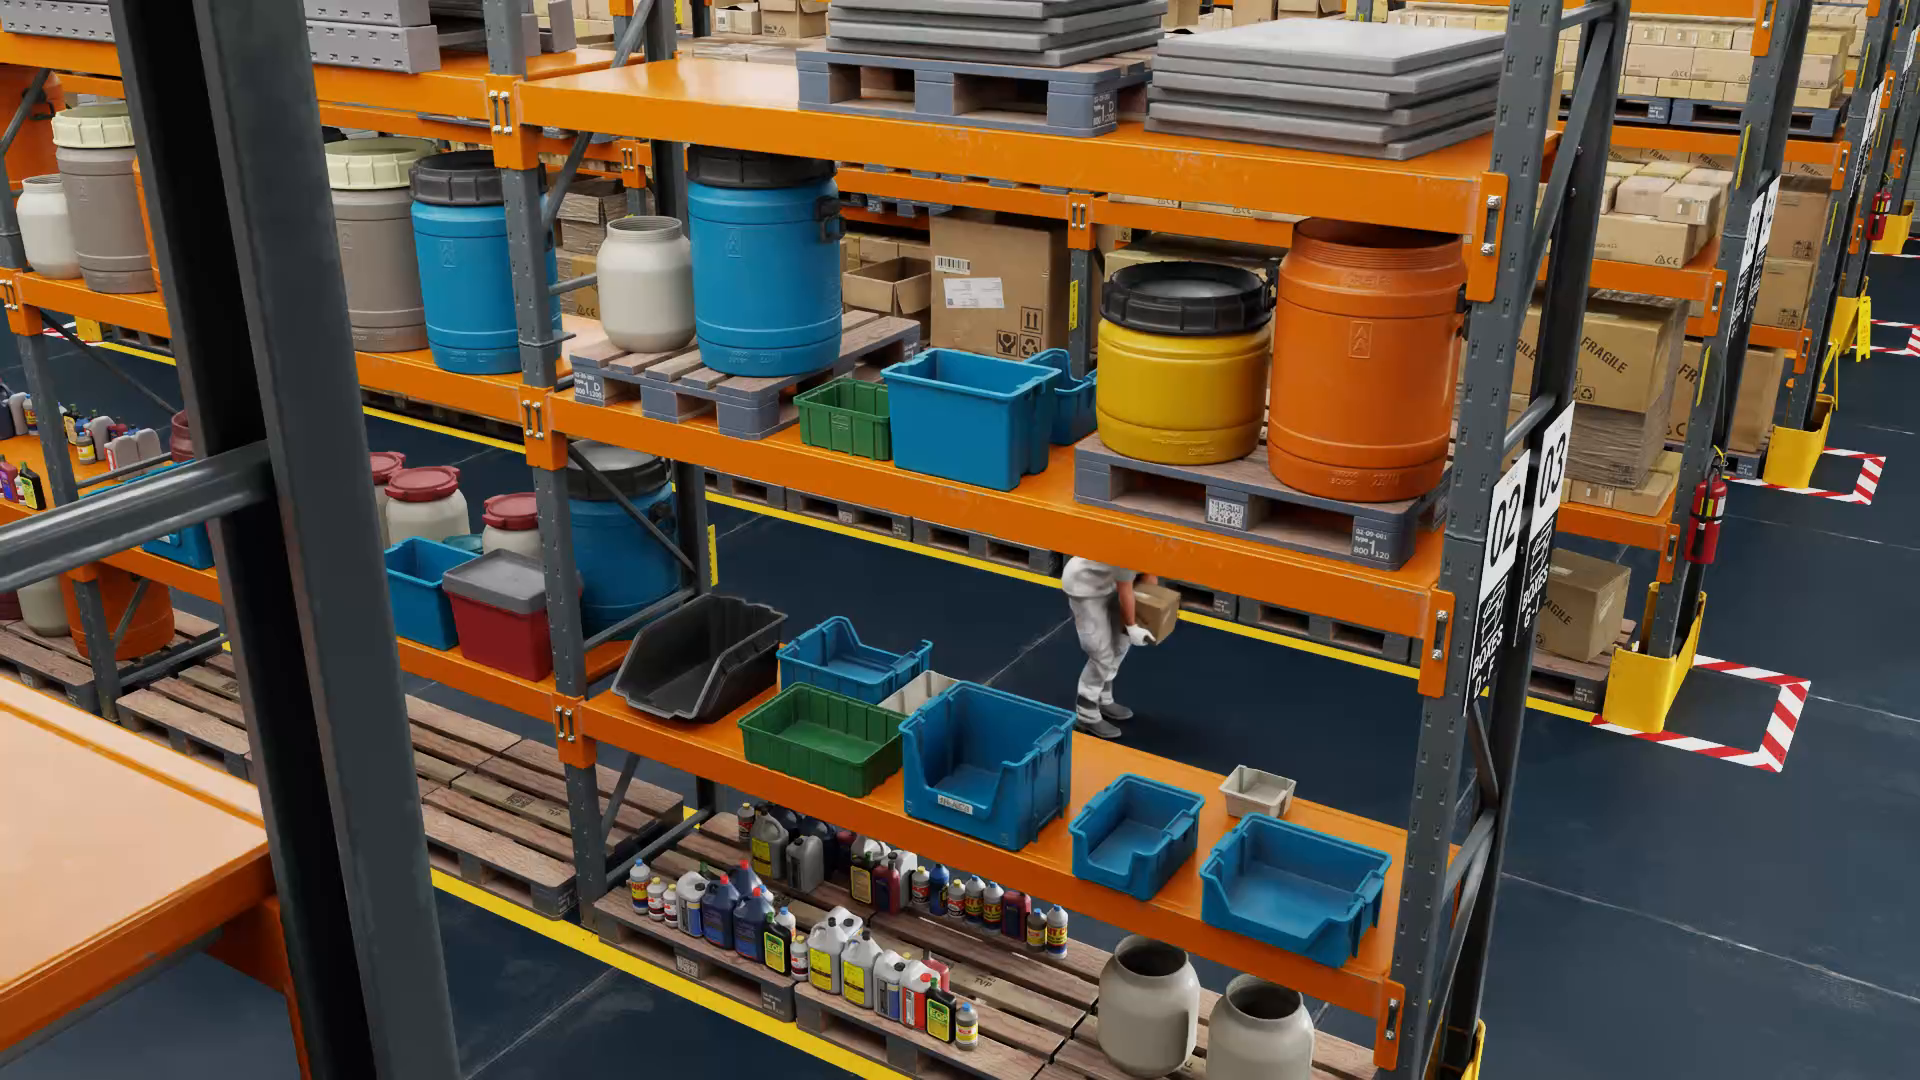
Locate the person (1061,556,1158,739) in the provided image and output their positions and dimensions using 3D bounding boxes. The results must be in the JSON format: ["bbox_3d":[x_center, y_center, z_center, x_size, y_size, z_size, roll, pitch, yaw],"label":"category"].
[{"bbox_3d":[0.972,0.392,9.827,0.739,1.628,0.486,13,26,28],"label":"person"}]
